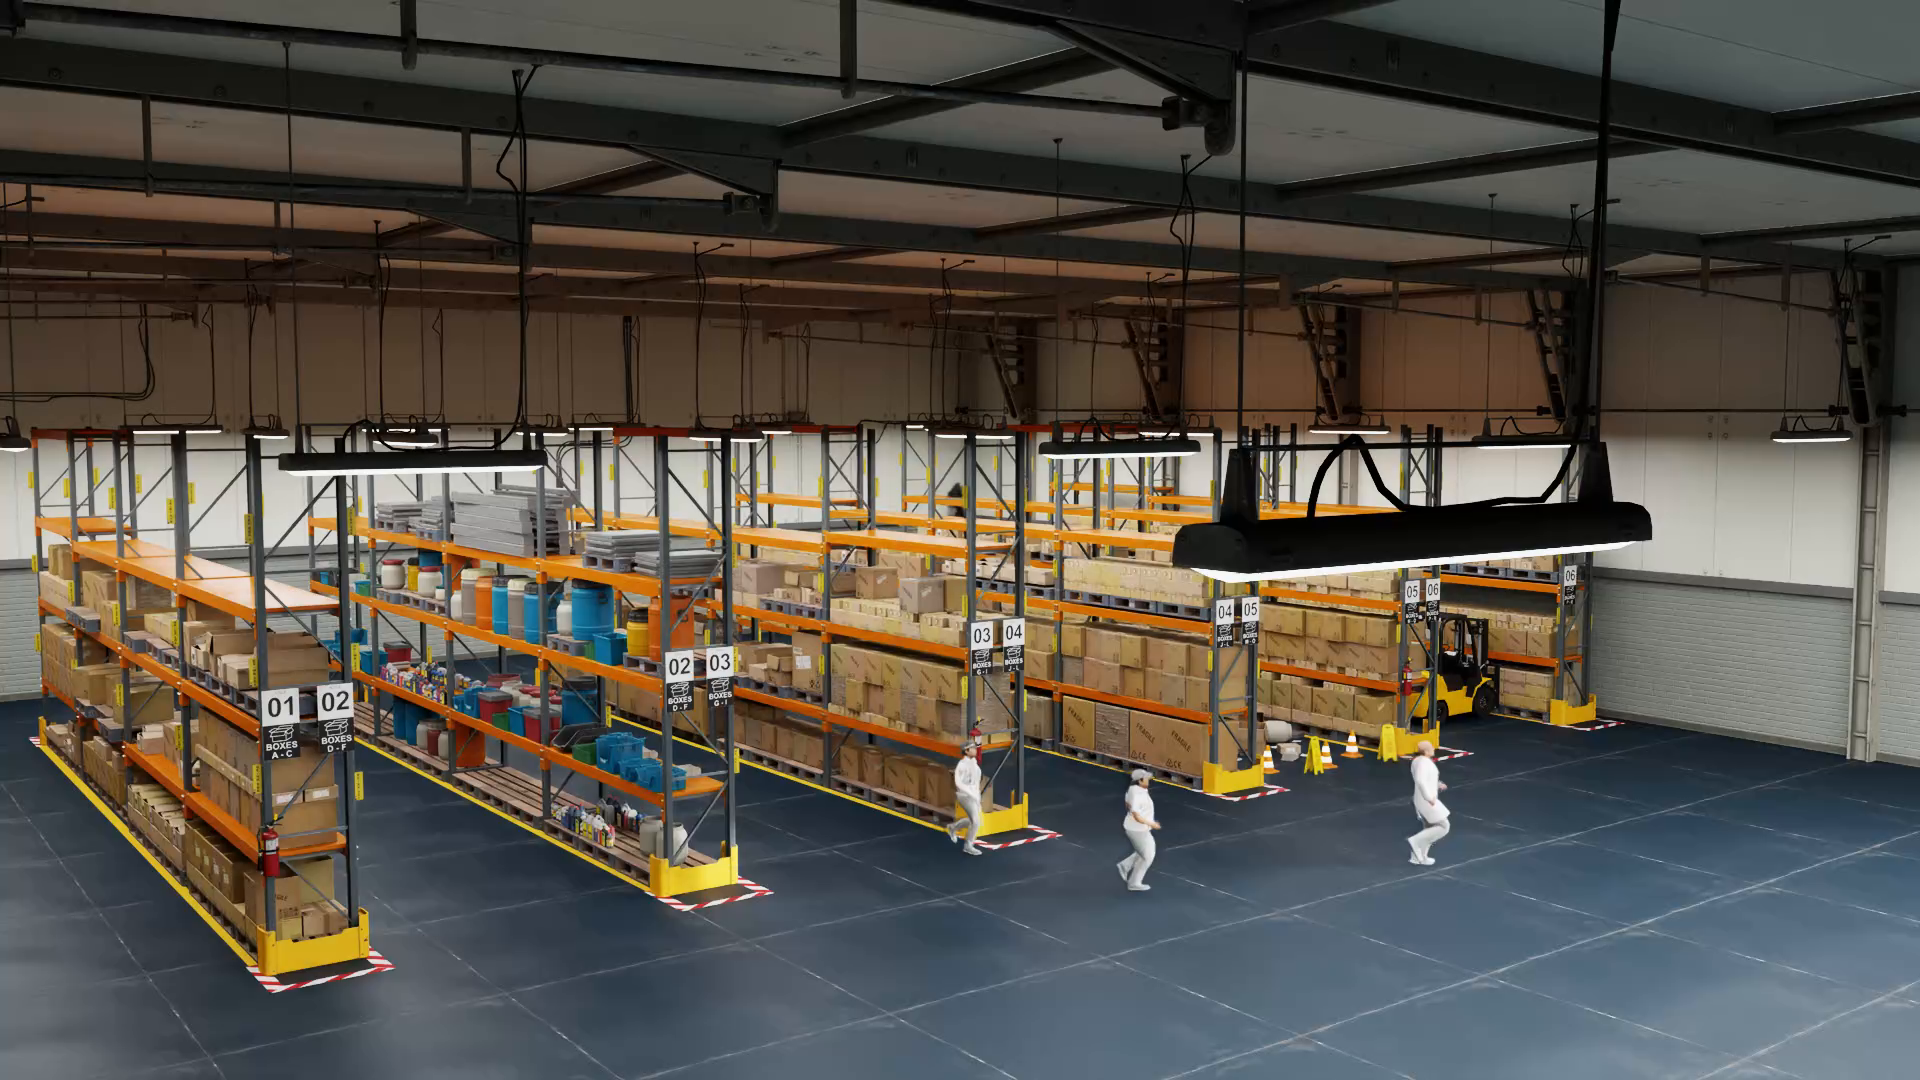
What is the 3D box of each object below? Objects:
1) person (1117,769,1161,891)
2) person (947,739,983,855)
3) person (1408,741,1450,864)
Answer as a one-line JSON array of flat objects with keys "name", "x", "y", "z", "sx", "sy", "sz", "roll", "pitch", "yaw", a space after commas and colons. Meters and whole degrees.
[{"name": "person", "x": 2.369, "y": 3.805, "z": 21.852, "sx": 0.505, "sy": 1.621, "sz": 0.570, "roll": 0, "pitch": 4, "yaw": -2}, {"name": "person", "x": 0.061, "y": 3.649, "z": 23.769, "sx": 0.584, "sy": 1.662, "sz": 0.654, "roll": 2, "pitch": 5, "yaw": 21}, {"name": "person", "x": 6.496, "y": 3.646, "z": 23.082, "sx": 0.571, "sy": 1.738, "sz": 0.773, "roll": 0, "pitch": 4, "yaw": 2}]
